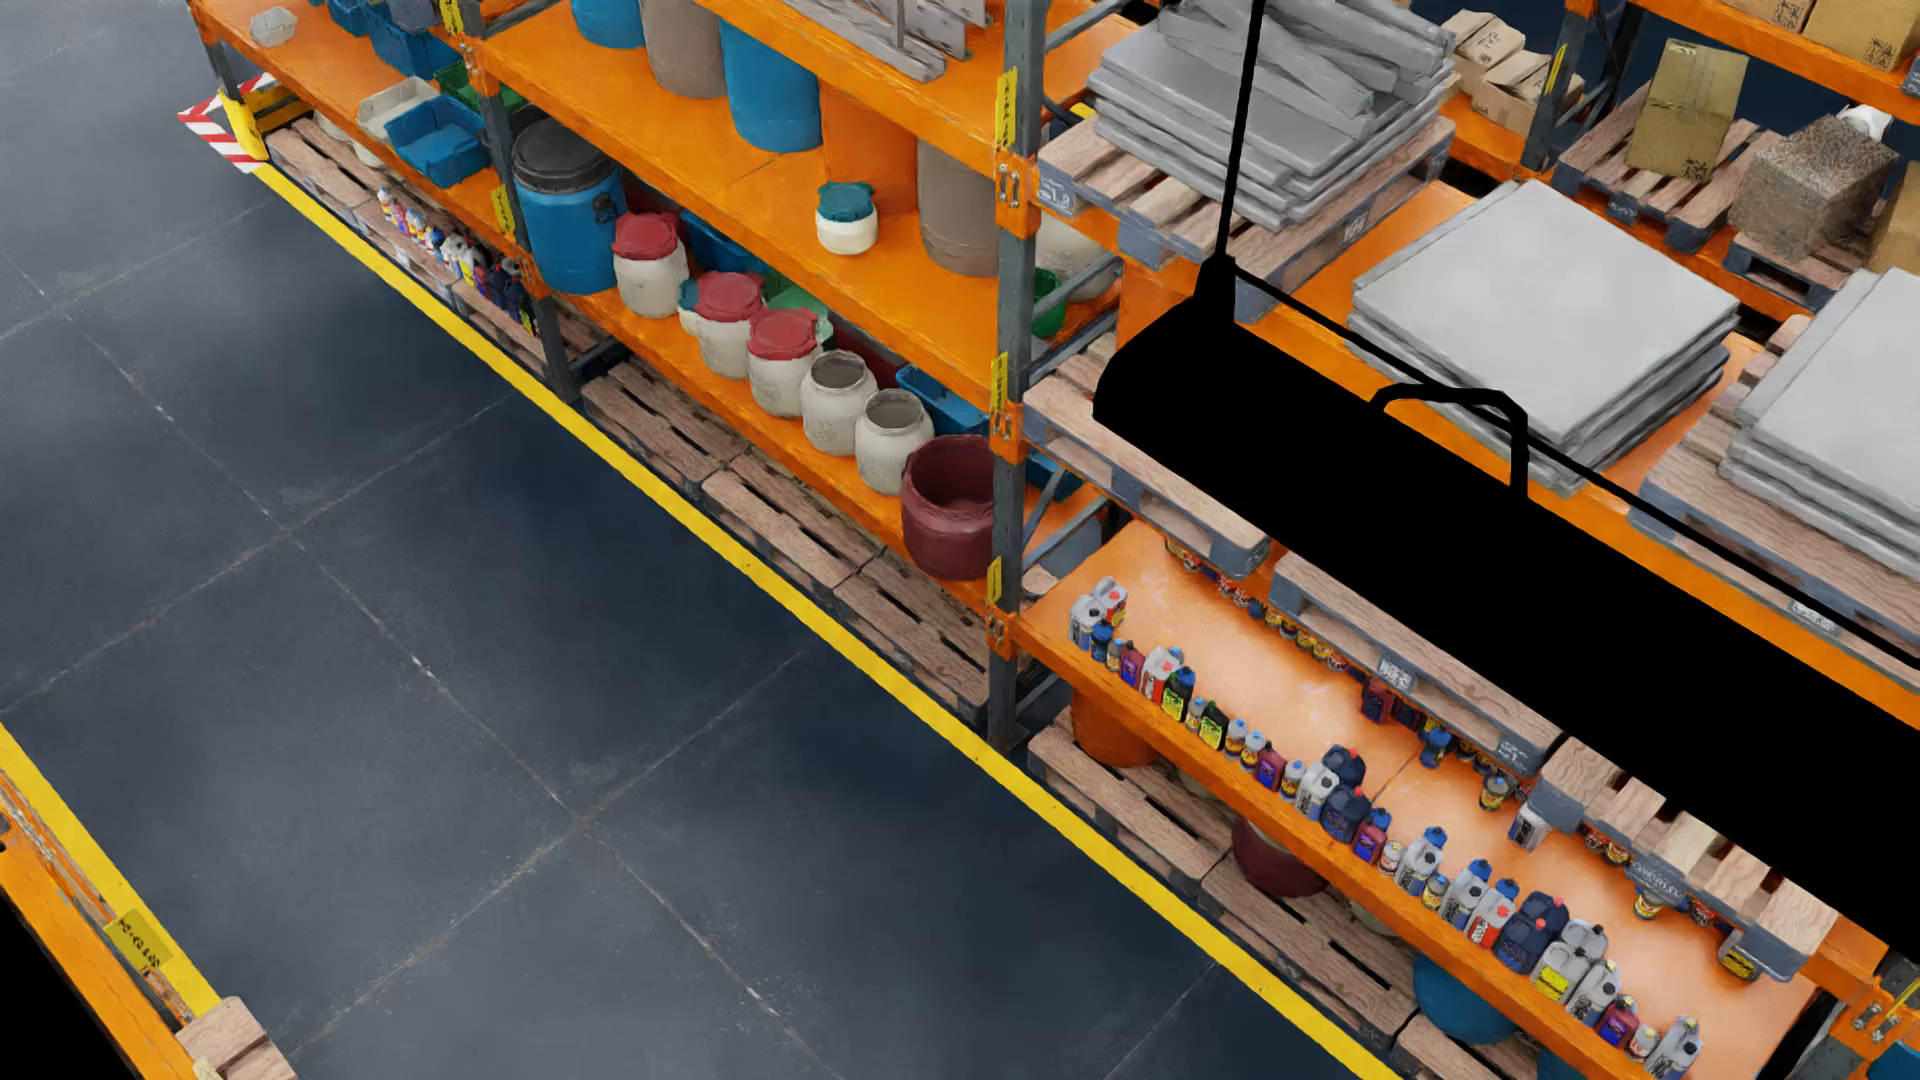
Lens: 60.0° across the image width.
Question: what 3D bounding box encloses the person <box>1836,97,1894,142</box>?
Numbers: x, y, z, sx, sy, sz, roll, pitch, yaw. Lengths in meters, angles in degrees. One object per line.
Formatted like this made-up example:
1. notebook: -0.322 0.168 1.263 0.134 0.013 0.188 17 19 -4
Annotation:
1. person: 5.992 -2.473 11.343 0.549 1.735 0.702 35 58 26
